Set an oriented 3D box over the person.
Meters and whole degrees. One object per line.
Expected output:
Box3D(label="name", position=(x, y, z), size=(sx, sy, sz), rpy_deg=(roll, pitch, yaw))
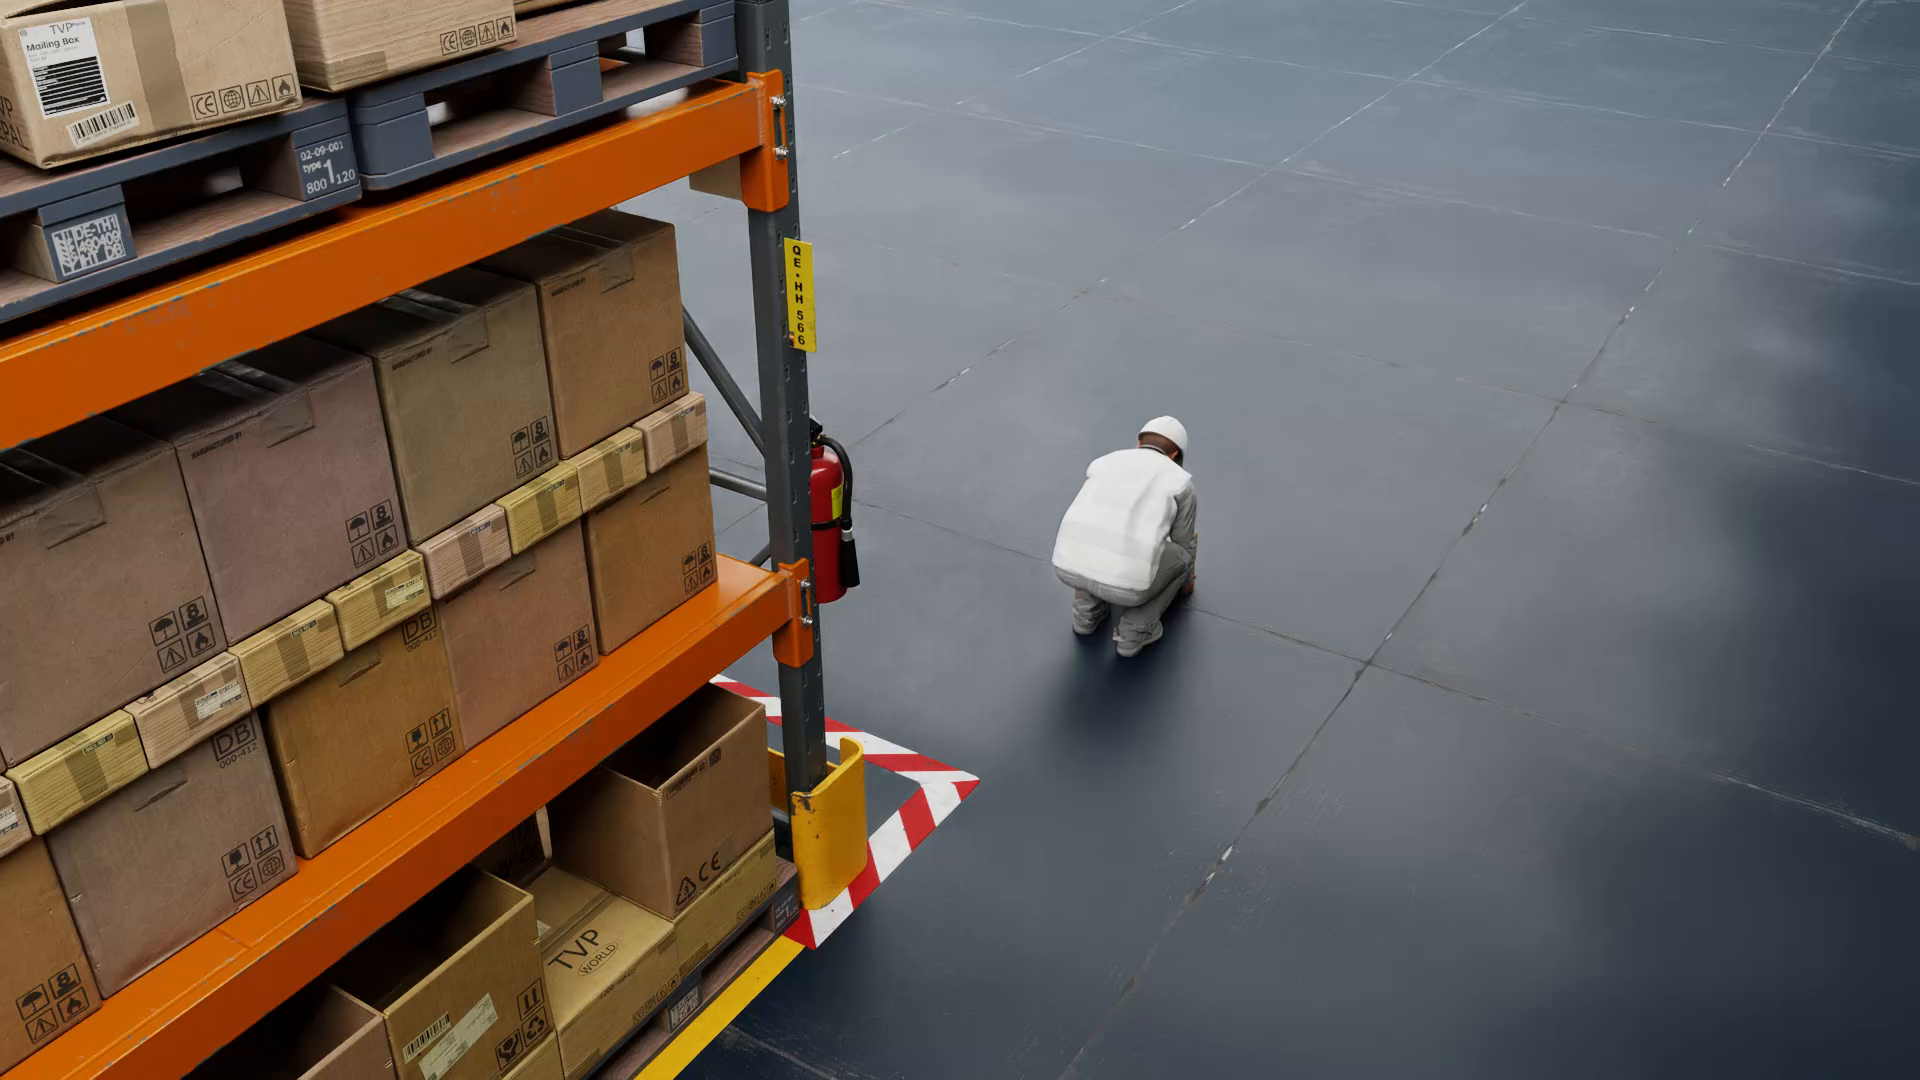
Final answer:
Box3D(label="person", position=(0.743, 0.010, 7.135), size=(0.511, 0.831, 0.970), rpy_deg=(17, 34, 26))
